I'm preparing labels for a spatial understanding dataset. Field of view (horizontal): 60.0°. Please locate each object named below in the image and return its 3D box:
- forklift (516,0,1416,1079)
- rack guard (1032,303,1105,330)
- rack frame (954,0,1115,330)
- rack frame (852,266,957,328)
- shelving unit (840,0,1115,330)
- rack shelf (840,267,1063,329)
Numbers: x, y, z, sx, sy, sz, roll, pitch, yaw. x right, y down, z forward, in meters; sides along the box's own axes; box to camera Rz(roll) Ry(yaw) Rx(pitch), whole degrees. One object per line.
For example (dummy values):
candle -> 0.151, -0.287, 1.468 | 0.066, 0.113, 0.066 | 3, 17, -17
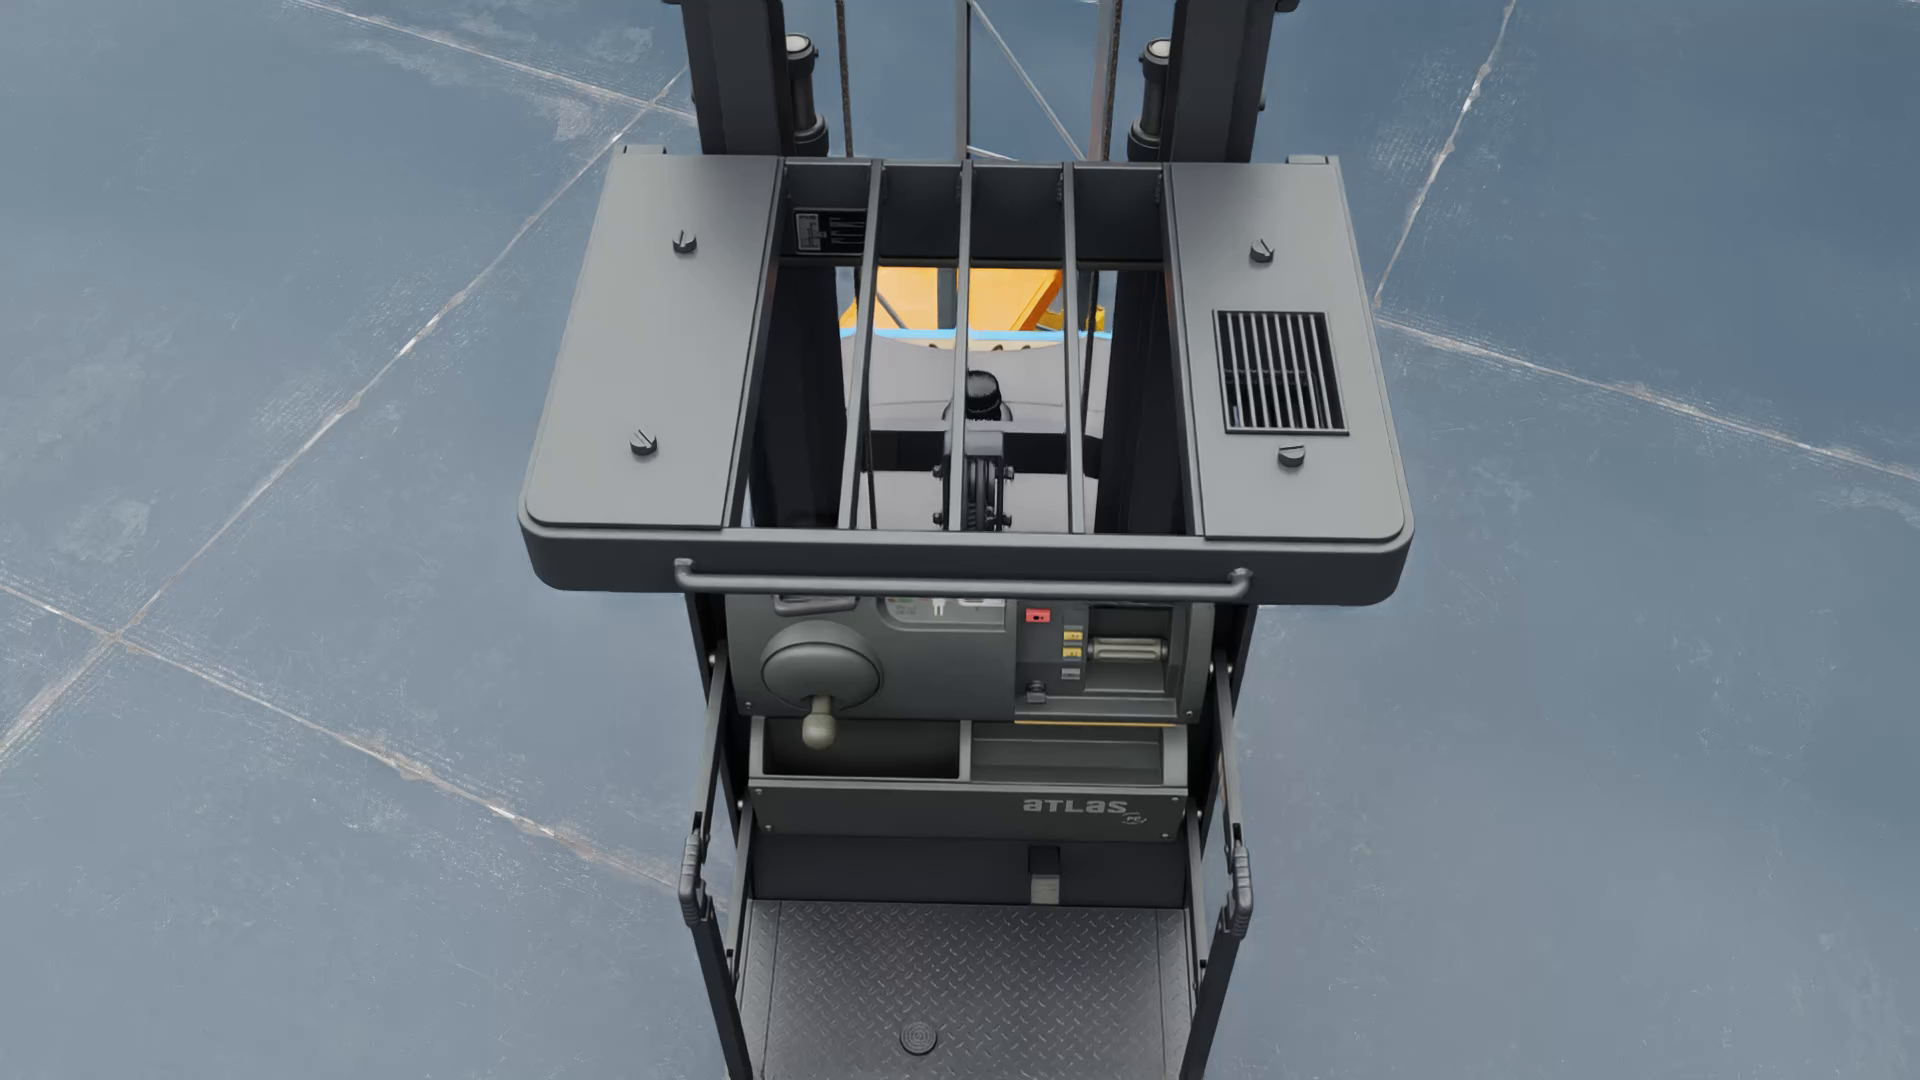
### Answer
forklift -> 0.015, 0.318, 3.055 | 1.130, 2.935, 3.031 | 1, 50, 1
rack guard -> 0.212, -0.774, 5.745 | 0.587, 0.250, 0.087 | 21, 53, 17
rack frame -> 0.213, -1.180, 5.269 | 0.500, 1.500, 0.032 | 21, 53, 17
rack frame -> -0.238, -0.486, 4.679 | 0.500, 1.500, 0.032 | 21, 53, 17
shelving unit -> -0.008, -0.839, 4.979 | 0.587, 1.500, 1.083 | 21, 53, 17
rack shelf -> -0.012, -0.716, 5.111 | 0.538, 0.185, 1.000 | 21, 53, 17
